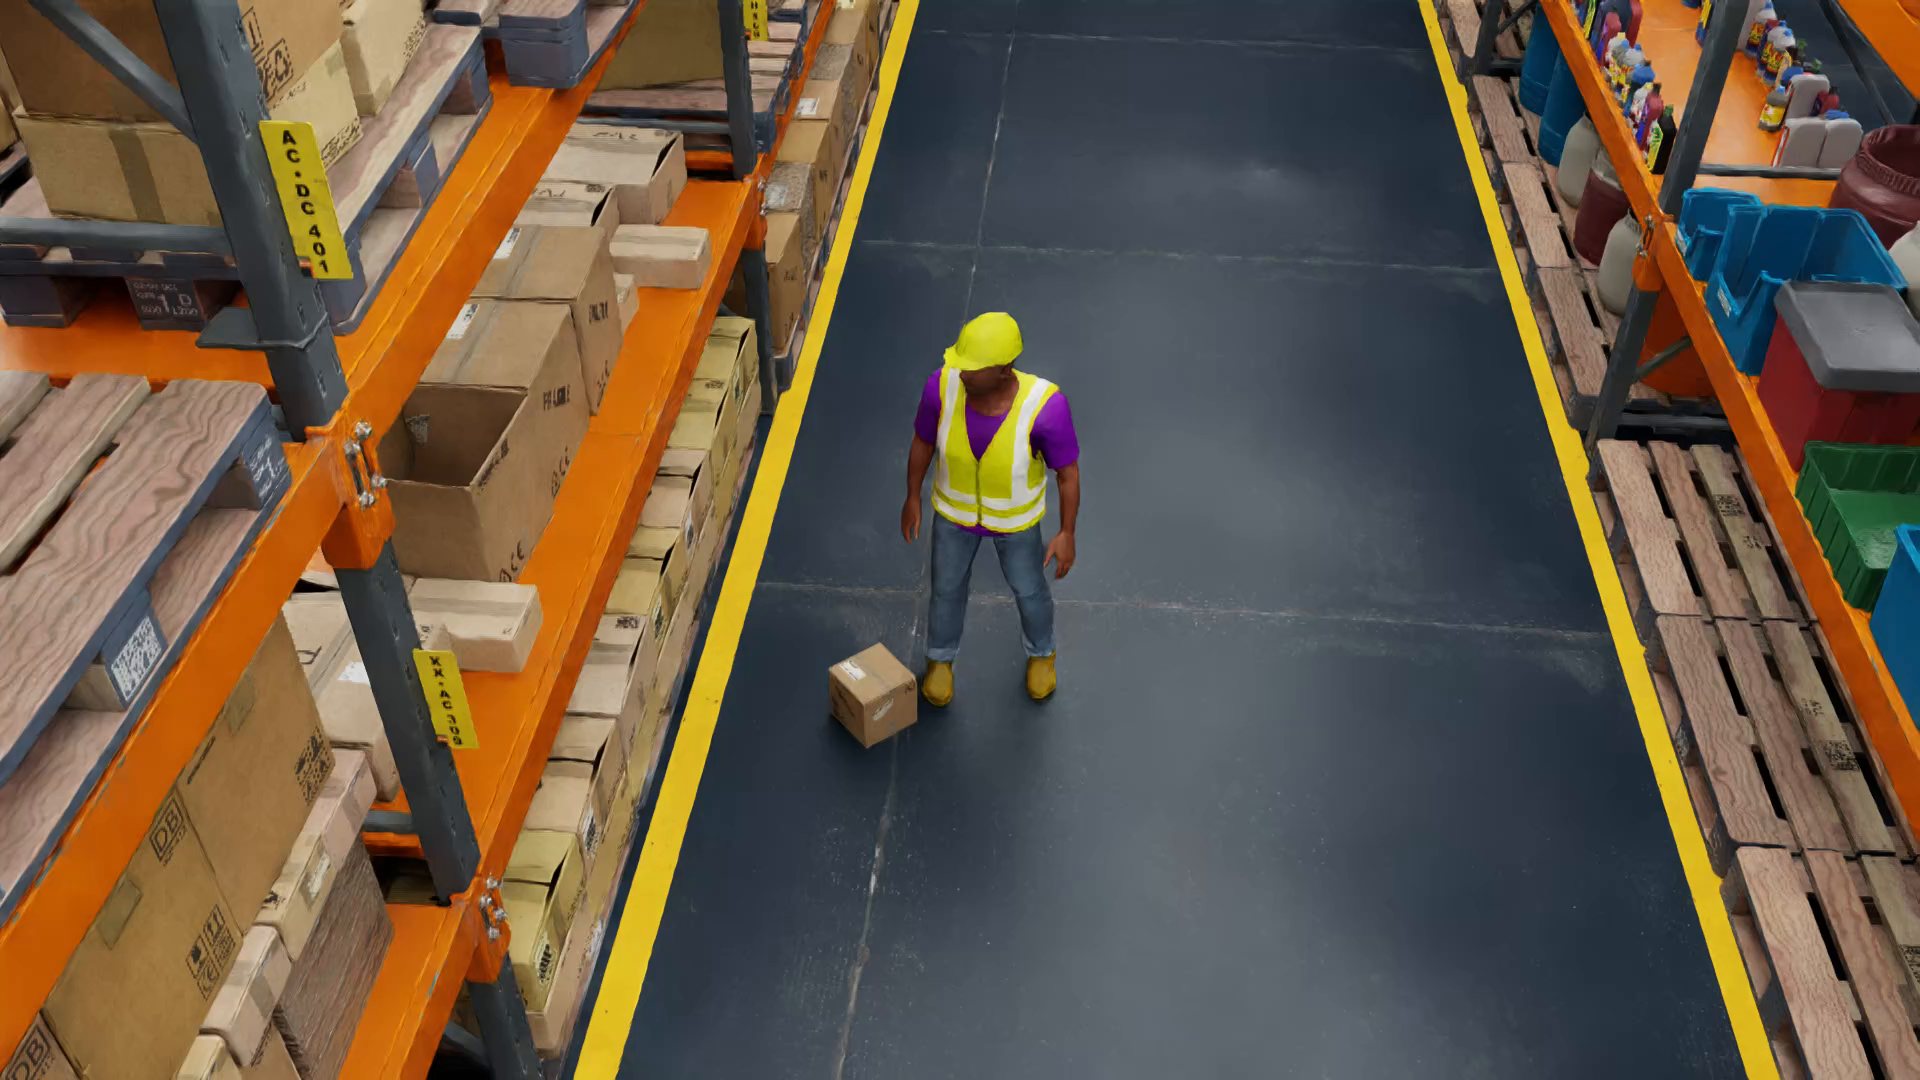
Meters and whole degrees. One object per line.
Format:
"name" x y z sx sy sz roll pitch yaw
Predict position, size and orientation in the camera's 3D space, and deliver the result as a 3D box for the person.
"person" 0.119 -0.112 6.263 0.683 1.771 0.444 8 41 10
